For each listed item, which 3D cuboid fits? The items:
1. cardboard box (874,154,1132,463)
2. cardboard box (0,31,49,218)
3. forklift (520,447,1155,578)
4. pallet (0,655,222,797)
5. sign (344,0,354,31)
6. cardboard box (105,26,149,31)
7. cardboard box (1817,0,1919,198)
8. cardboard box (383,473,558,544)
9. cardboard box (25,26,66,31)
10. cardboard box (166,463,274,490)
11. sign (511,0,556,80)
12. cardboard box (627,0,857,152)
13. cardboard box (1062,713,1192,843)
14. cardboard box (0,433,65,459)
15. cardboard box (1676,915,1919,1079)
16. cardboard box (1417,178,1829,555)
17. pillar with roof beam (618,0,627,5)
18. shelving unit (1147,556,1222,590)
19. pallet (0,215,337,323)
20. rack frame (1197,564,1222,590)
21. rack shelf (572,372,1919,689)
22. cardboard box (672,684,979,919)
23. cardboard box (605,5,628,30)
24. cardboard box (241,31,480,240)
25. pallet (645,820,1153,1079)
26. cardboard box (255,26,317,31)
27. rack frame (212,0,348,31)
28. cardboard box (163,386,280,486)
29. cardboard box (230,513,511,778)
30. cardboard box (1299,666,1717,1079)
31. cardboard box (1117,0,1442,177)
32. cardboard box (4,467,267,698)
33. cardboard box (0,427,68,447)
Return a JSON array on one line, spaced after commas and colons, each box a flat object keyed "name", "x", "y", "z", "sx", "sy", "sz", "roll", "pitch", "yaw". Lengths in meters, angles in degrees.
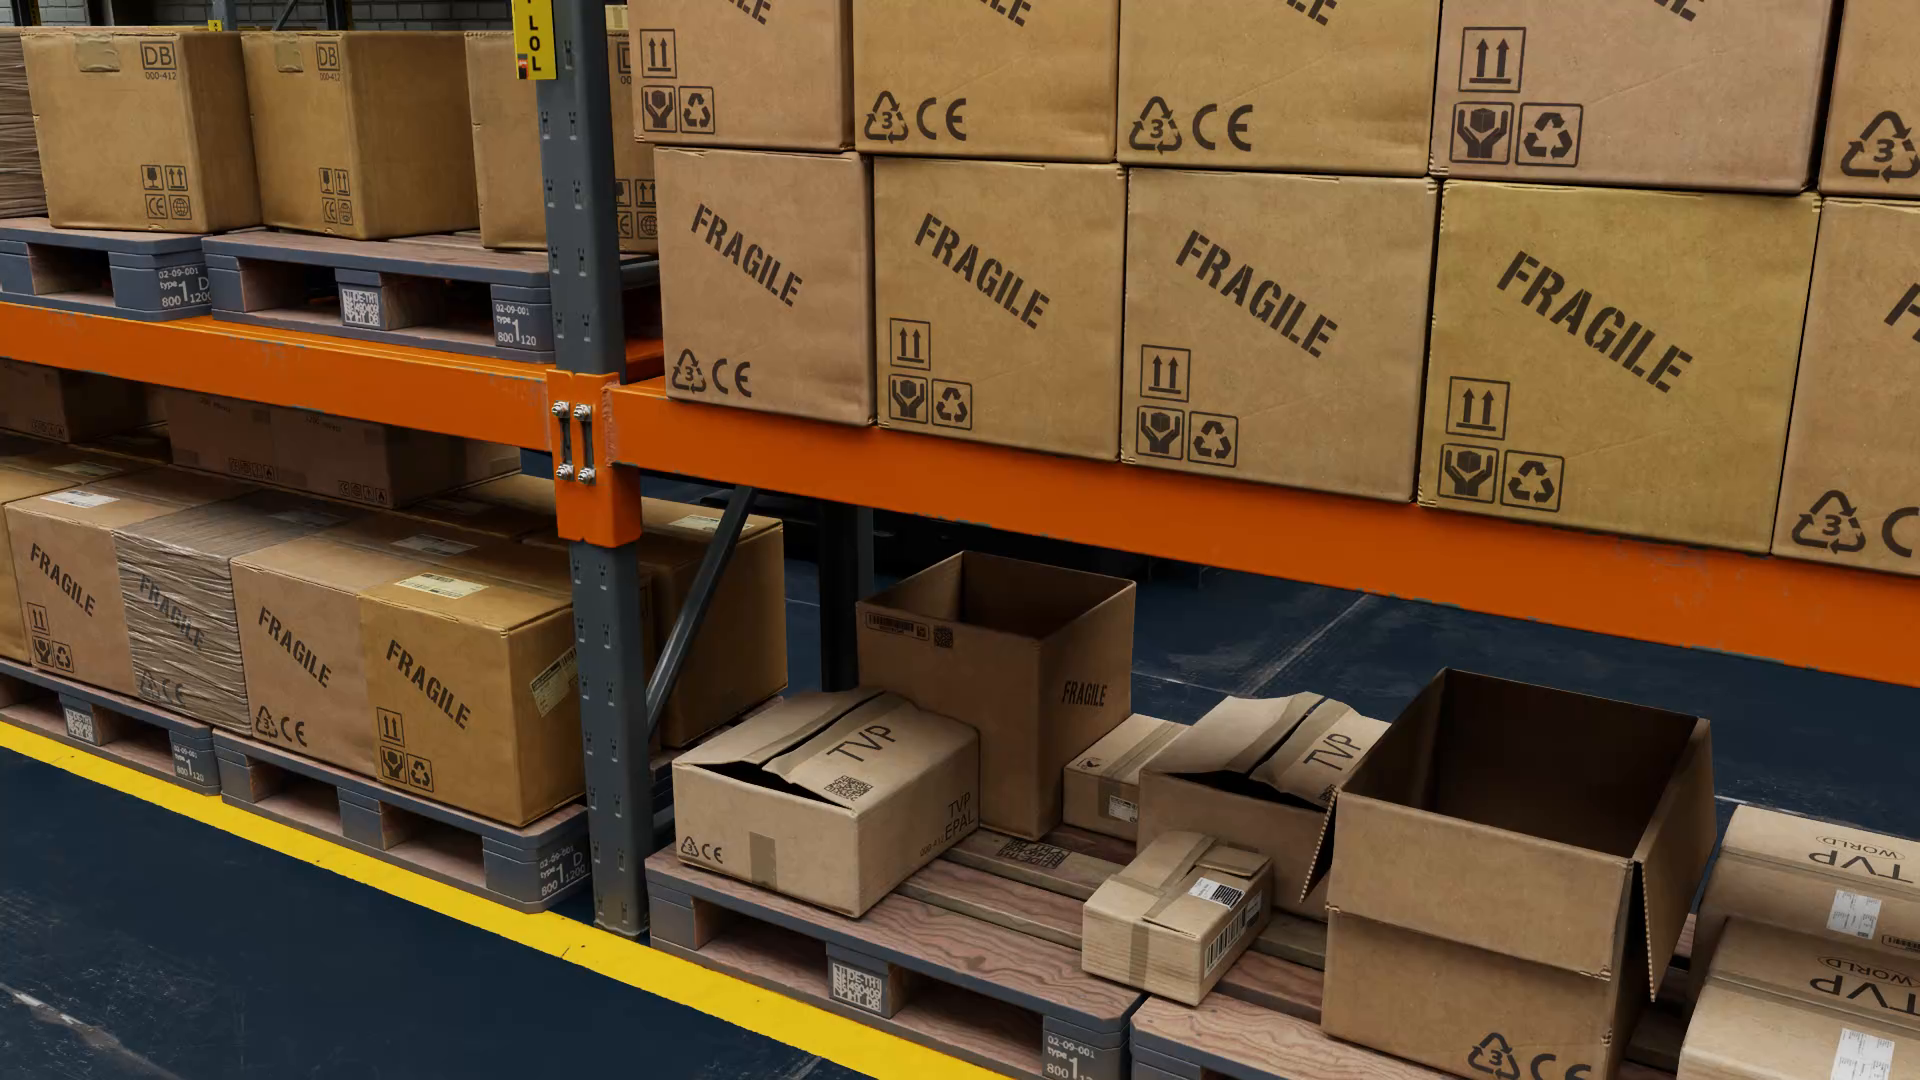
[{"name": "cardboard box", "x": 0.188, "y": -0.468, "z": 3.089, "sx": 0.500, "sy": 0.500, "sz": 0.500, "roll": 11, "pitch": 20, "yaw": 31}, {"name": "cardboard box", "x": -2.675, "y": -1.245, "z": 4.925, "sx": 0.500, "sy": 0.500, "sz": 0.700, "roll": 15, "pitch": 22, "yaw": 40}, {"name": "forklift", "x": -0.548, "y": -1.492, "z": 6.751, "sx": 3.031, "sy": 2.935, "sz": 1.130, "roll": 9, "pitch": 19, "yaw": 28}, {"name": "pallet", "x": -2.298, "y": 0.392, "z": 5.226, "sx": 1.213, "sy": 0.211, "sz": 1.003, "roll": 10, "pitch": 20, "yaw": 30}, {"name": "sign", "x": -4.482, "y": -3.779, "z": 12.167, "sx": 0.005, "sy": 0.325, "sz": 0.100, "roll": 10, "pitch": 20, "yaw": 30}, {"name": "cardboard box", "x": -5.762, "y": -3.453, "z": 12.021, "sx": 0.500, "sy": 0.500, "sz": 0.500, "roll": 10, "pitch": 20, "yaw": 30}, {"name": "cardboard box", "x": 1.469, "y": -0.714, "z": 2.178, "sx": 0.500, "sy": 0.500, "sz": 0.500, "roll": 11, "pitch": 20, "yaw": 32}, {"name": "cardboard box", "x": -1.287, "y": 0.131, "z": 4.833, "sx": 0.500, "sy": 0.500, "sz": 0.500, "roll": 10, "pitch": 20, "yaw": 31}, {"name": "cardboard box", "x": -6.629, "y": -3.611, "z": 12.542, "sx": 0.500, "sy": 0.500, "sz": 0.500, "roll": 11, "pitch": 20, "yaw": 32}, {"name": "cardboard box", "x": -2.139, "y": -0.024, "z": 5.343, "sx": 0.500, "sy": 0.500, "sz": 0.500, "roll": 9, "pitch": 19, "yaw": 28}, {"name": "sign", "x": -0.829, "y": -1.058, "z": 3.212, "sx": 0.005, "sy": 0.325, "sz": 0.100, "roll": 10, "pitch": 20, "yaw": 30}, {"name": "cardboard box", "x": -0.287, "y": -1.027, "z": 3.209, "sx": 0.500, "sy": 0.500, "sz": 0.500, "roll": 11, "pitch": 20, "yaw": 31}, {"name": "cardboard box", "x": 0.443, "y": 0.570, "z": 3.992, "sx": 0.250, "sy": 0.149, "sz": 0.380, "roll": 10, "pitch": 20, "yaw": 30}, {"name": "cardboard box", "x": -3.263, "y": -0.047, "z": 5.418, "sx": 0.500, "sy": 0.500, "sz": 0.500, "roll": 9, "pitch": 19, "yaw": 28}, {"name": "cardboard box", "x": 1.481, "y": 0.898, "z": 2.739, "sx": 0.500, "sy": 0.250, "sz": 0.500, "roll": 10, "pitch": 20, "yaw": 30}, {"name": "cardboard box", "x": 1.047, "y": -0.314, "z": 2.583, "sx": 0.500, "sy": 0.500, "sz": 0.500, "roll": 10, "pitch": 19, "yaw": 29}, {"name": "pillar with roof beam", "x": -4.269, "y": -4.694, "z": 6.853, "sx": 0.400, "sy": 9.000, "sz": 9.100, "roll": 10, "pitch": 20, "yaw": 30}, {"name": "shelving unit", "x": 0.867, "y": -0.289, "z": 6.285, "sx": 0.210, "sy": 0.900, "sz": 0.258, "roll": 9, "pitch": 19, "yaw": 28}, {"name": "pallet", "x": -2.290, "y": -0.864, "z": 4.895, "sx": 1.213, "sy": 0.211, "sz": 1.003, "roll": 10, "pitch": 20, "yaw": 30}, {"name": "rack frame", "x": 0.955, "y": -0.275, "z": 6.237, "sx": 0.006, "sy": 0.900, "sz": 0.240, "roll": 9, "pitch": 19, "yaw": 28}, {"name": "rack shelf", "x": 1.163, "y": 0.006, "z": 2.938, "sx": 4.000, "sy": 0.370, "sz": 1.077, "roll": 10, "pitch": 20, "yaw": 30}, {"name": "cardboard box", "x": -0.297, "y": 0.551, "z": 3.775, "sx": 0.500, "sy": 0.311, "sz": 0.500, "roll": 10, "pitch": 20, "yaw": 30}, {"name": "cardboard box", "x": -1.952, "y": -3.137, "z": 10.003, "sx": 0.250, "sy": 0.149, "sz": 0.380, "roll": 7, "pitch": 18, "yaw": 21}, {"name": "cardboard box", "x": -1.447, "y": -1.107, "z": 4.471, "sx": 0.500, "sy": 0.500, "sz": 0.700, "roll": 14, "pitch": 22, "yaw": 39}, {"name": "pallet", "x": 0.043, "y": 0.797, "z": 3.895, "sx": 1.213, "sy": 0.211, "sz": 1.003, "roll": 10, "pitch": 20, "yaw": 30}, {"name": "cardboard box", "x": -5.060, "y": -3.506, "z": 12.197, "sx": 0.500, "sy": 0.500, "sz": 0.500, "roll": 10, "pitch": 19, "yaw": 29}, {"name": "rack frame", "x": -4.769, "y": -3.087, "z": 11.881, "sx": 0.127, "sy": 3.000, "sz": 1.000, "roll": 10, "pitch": 20, "yaw": 30}, {"name": "cardboard box", "x": -2.106, "y": -0.378, "z": 5.217, "sx": 0.500, "sy": 0.250, "sz": 0.500, "roll": 10, "pitch": 19, "yaw": 29}, {"name": "cardboard box", "x": -1.529, "y": 0.262, "z": 4.402, "sx": 0.500, "sy": 0.500, "sz": 0.500, "roll": 10, "pitch": 20, "yaw": 30}, {"name": "cardboard box", "x": 1.062, "y": 0.626, "z": 3.197, "sx": 0.637, "sy": 0.503, "sz": 0.797, "roll": 10, "pitch": 20, "yaw": 30}, {"name": "cardboard box", "x": 0.590, "y": -0.870, "z": 2.694, "sx": 0.500, "sy": 0.500, "sz": 0.500, "roll": 9, "pitch": 19, "yaw": 28}, {"name": "cardboard box", "x": -2.390, "y": 0.109, "z": 4.906, "sx": 0.500, "sy": 0.500, "sz": 0.500, "roll": 9, "pitch": 19, "yaw": 28}, {"name": "cardboard box", "x": -3.030, "y": -0.181, "z": 5.860, "sx": 0.500, "sy": 0.500, "sz": 0.500, "roll": 11, "pitch": 20, "yaw": 32}]
